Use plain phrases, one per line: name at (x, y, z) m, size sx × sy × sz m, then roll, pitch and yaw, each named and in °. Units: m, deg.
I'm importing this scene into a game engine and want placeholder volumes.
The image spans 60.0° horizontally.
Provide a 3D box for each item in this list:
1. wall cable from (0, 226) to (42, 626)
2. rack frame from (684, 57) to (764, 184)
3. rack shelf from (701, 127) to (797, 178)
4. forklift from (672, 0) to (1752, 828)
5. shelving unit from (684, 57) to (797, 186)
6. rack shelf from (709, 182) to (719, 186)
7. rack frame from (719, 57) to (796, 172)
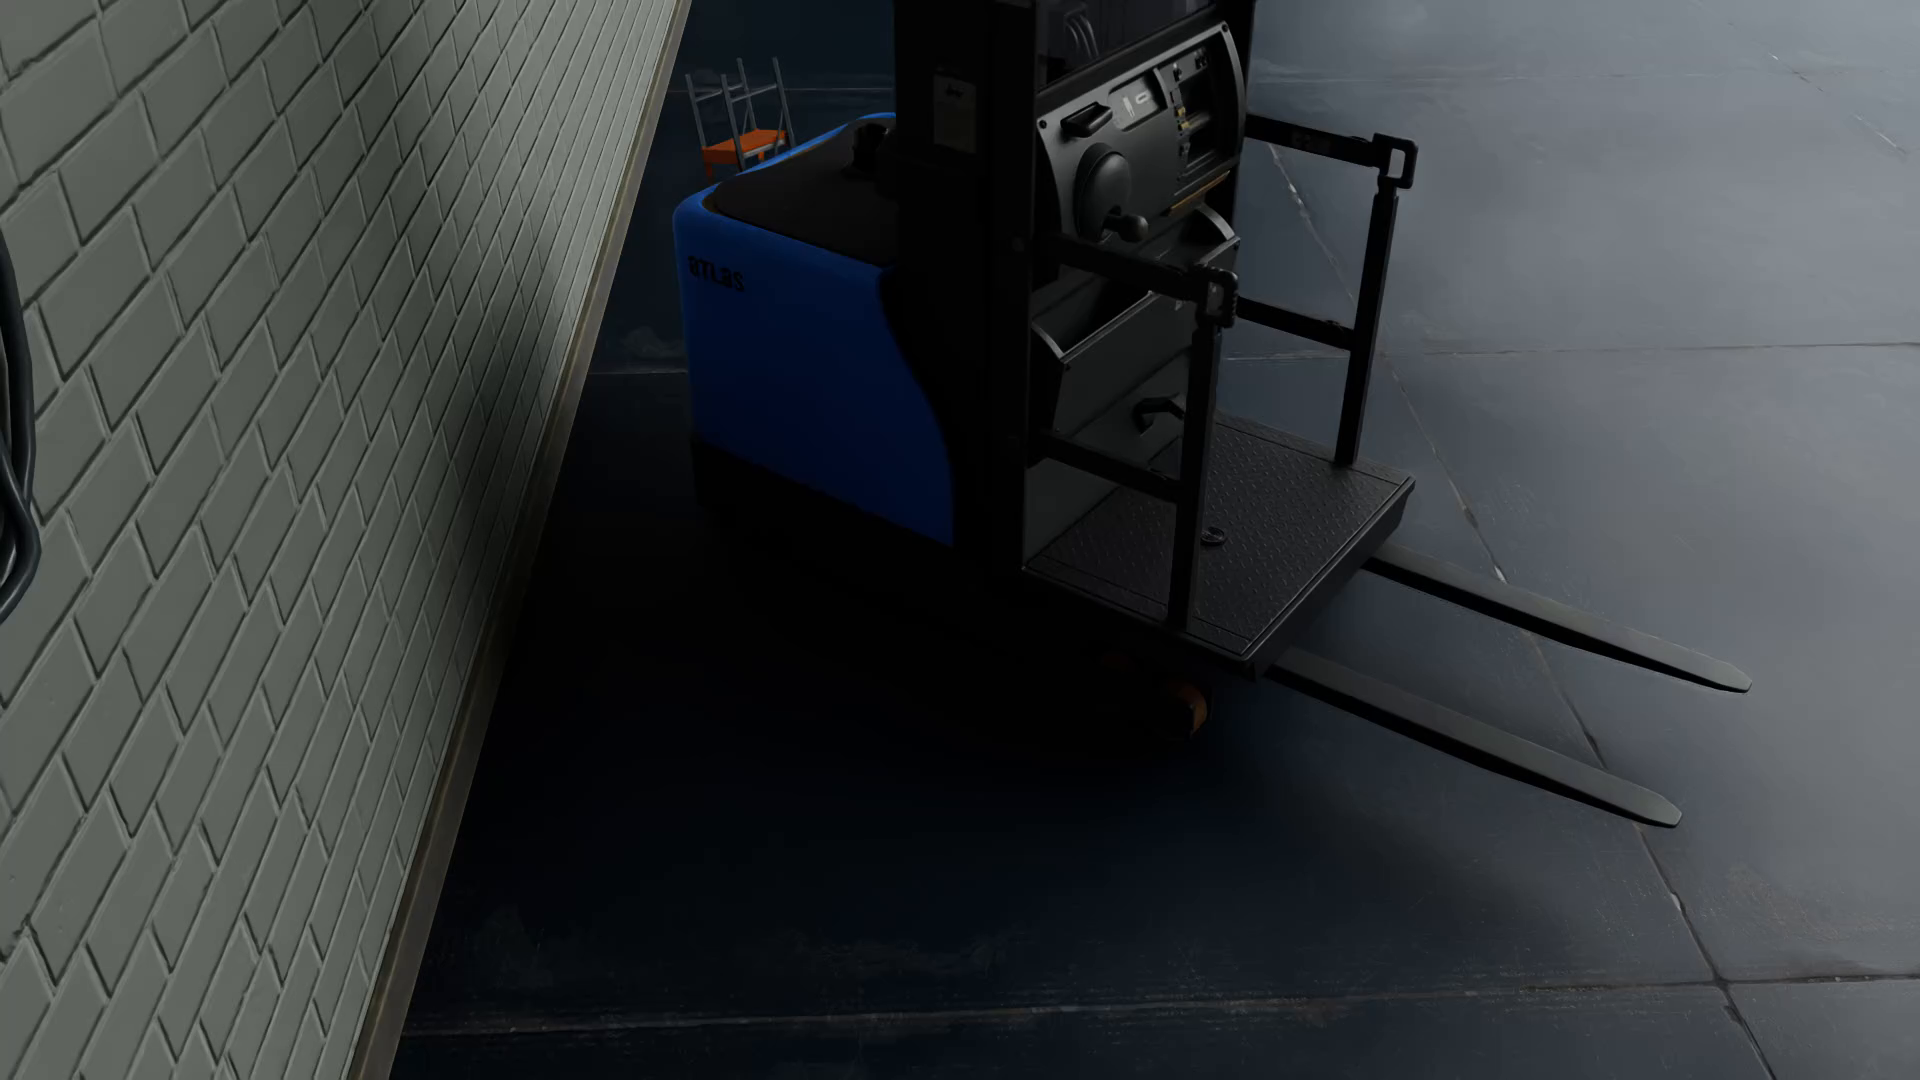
wall cable at (-1.115, -0.200, 0.360) m, size 0.112 × 2.526 × 3.097 m, roll -2°, pitch 35°, yaw -2°
rack frame at (-0.707, -1.013, 5.684) m, size 0.006 × 1.200 × 0.240 m, roll 15°, pitch 35°, yaw 42°
rack shelf at (-0.694, -1.276, 5.488) m, size 0.180 × 0.103 × 0.258 m, roll 15°, pitch 35°, yaw 42°
forklift at (0.646, -1.011, 4.135) m, size 3.031 × 2.935 × 1.130 m, roll 23°, pitch 41°, yaw 29°
shelving unit at (-0.641, -0.996, 5.623) m, size 0.189 × 1.200 × 0.258 m, roll 15°, pitch 35°, yaw 42°
rack shelf at (-0.674, -1.169, 5.539) m, size 0.180 × 0.103 × 0.258 m, roll 15°, pitch 35°, yaw 42°
rack frame at (-0.576, -0.978, 5.562) m, size 0.006 × 1.200 × 0.240 m, roll 15°, pitch 35°, yaw 42°
